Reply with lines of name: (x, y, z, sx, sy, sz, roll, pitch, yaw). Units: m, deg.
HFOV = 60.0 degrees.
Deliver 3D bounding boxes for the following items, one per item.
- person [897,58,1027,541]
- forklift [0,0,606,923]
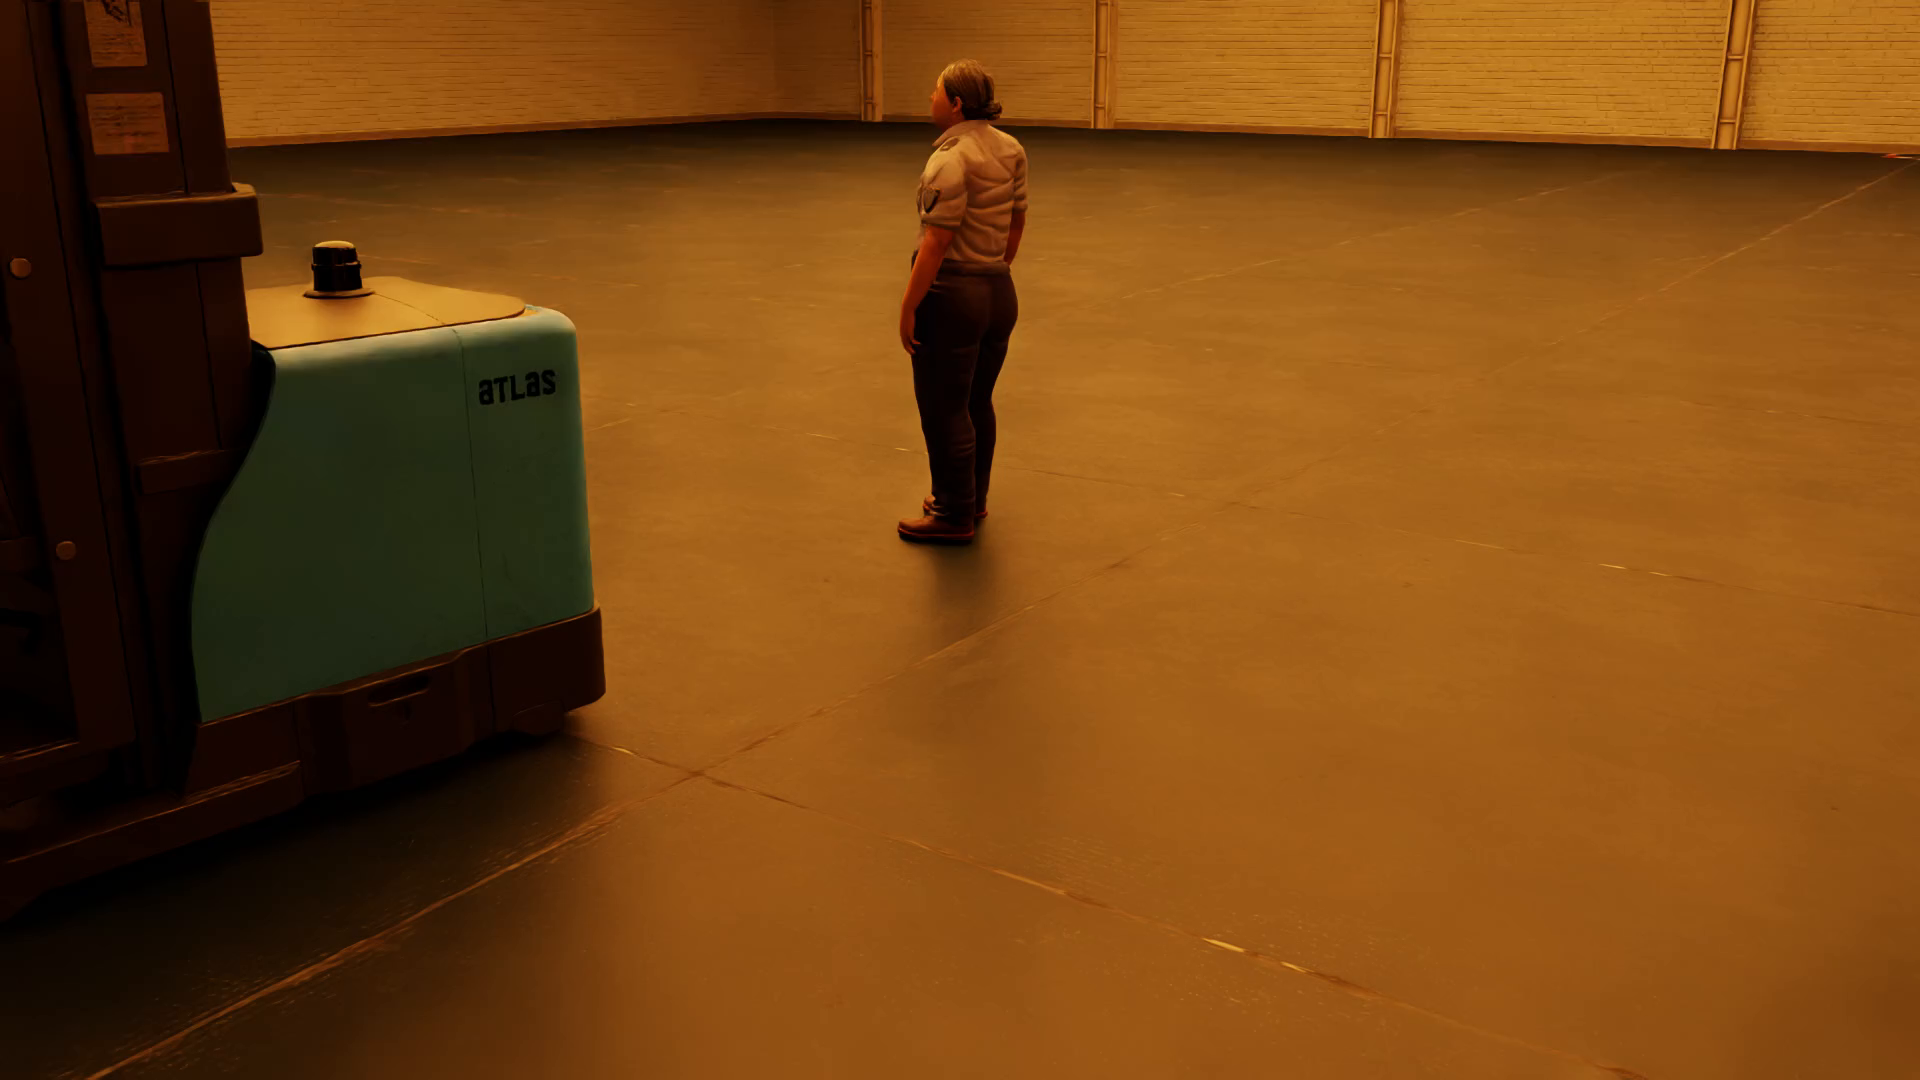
person: (-0.061, -0.816, 5.778, 0.502, 1.651, 0.598, 11, 20, 33)
forklift: (-2.303, -0.720, 3.240, 1.130, 2.935, 3.031, 15, 22, 41)
